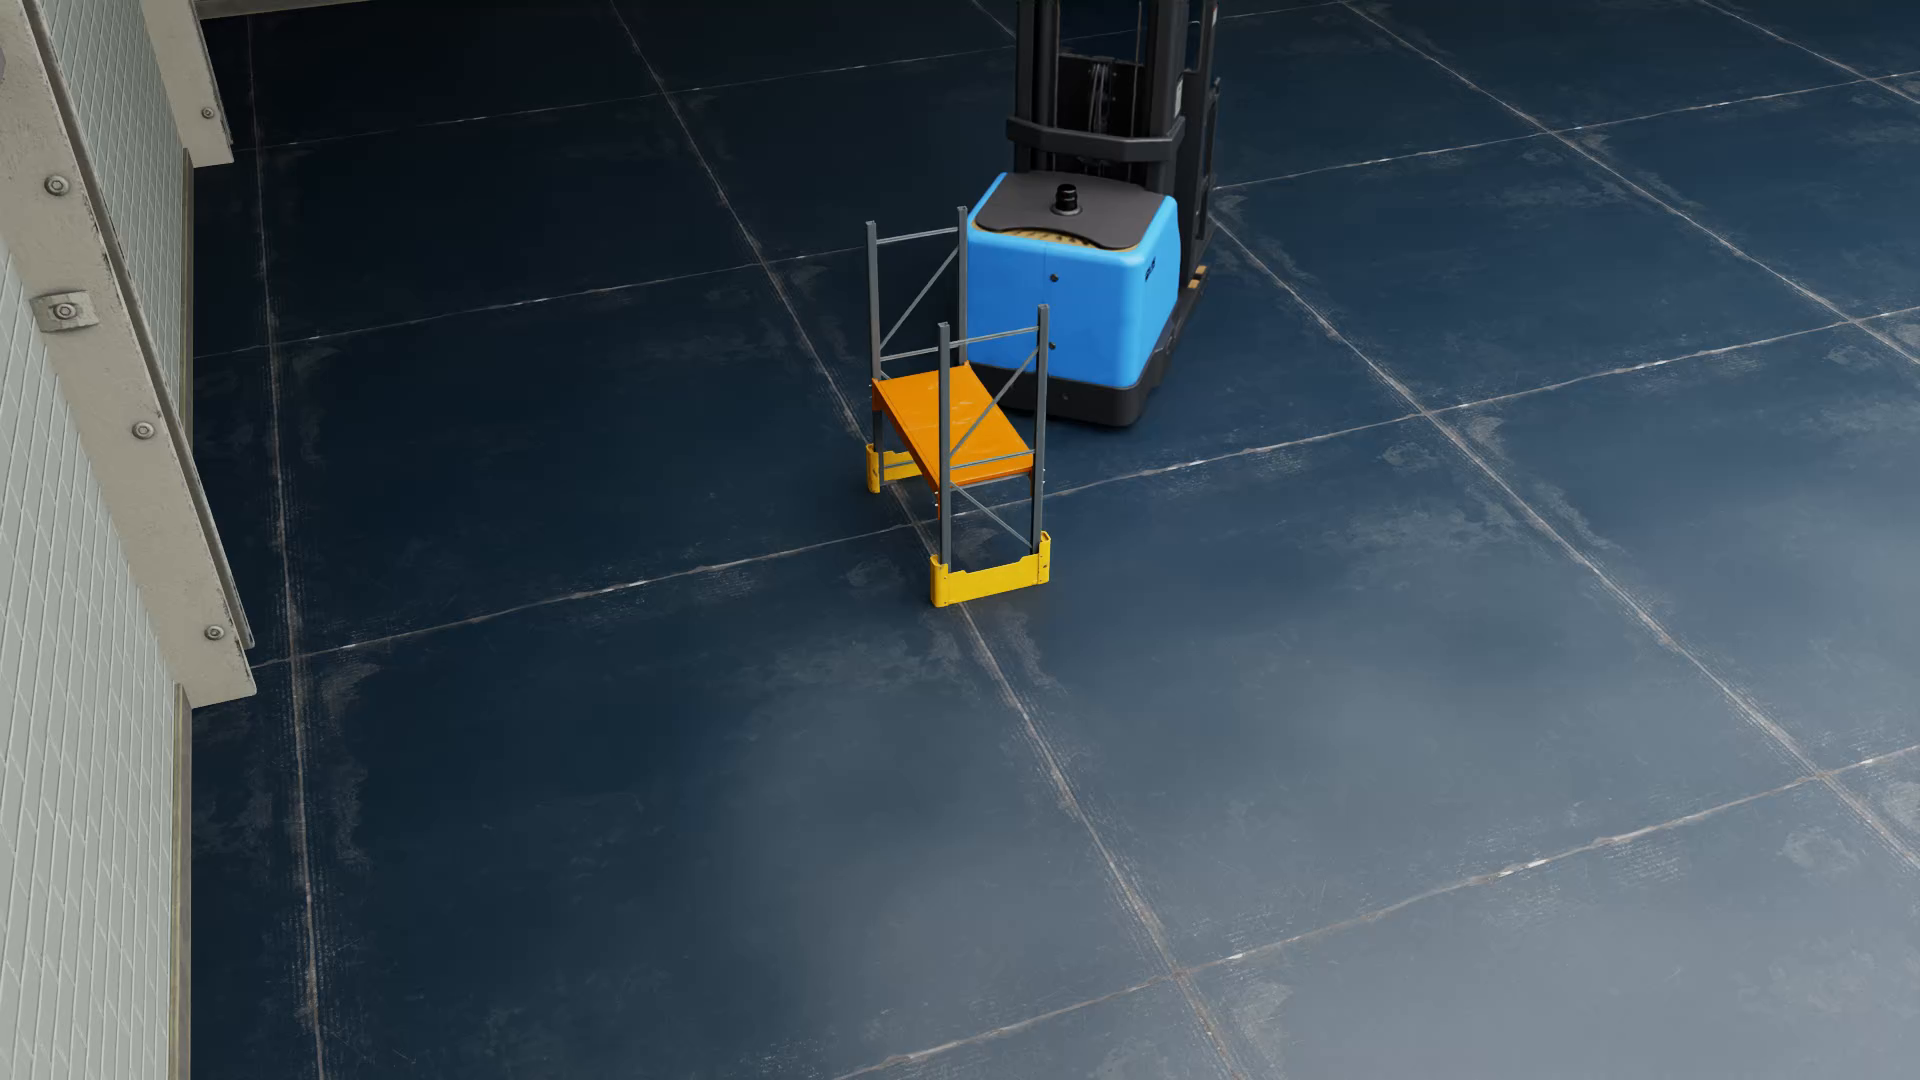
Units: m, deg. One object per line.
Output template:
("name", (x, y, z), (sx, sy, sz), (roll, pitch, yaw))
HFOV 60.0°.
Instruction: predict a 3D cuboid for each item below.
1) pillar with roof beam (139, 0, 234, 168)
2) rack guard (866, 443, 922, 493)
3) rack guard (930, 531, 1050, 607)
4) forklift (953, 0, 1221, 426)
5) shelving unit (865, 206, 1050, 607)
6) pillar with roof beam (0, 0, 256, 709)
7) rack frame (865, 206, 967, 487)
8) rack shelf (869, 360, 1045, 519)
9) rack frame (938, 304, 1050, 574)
("pillar with roof beam", (-1.367, -7.269, 10.481), (9.100, 9.000, 0.400), (-12, 39, -16))
("rack guard", (-0.198, -0.424, 8.666), (0.587, 0.250, 0.087), (-12, 39, -16))
("rack guard", (0.145, 0.138, 7.919), (0.587, 0.250, 0.087), (-12, 39, -16))
("forklift", (0.923, -2.674, 9.425), (1.130, 2.935, 3.031), (12, 39, 15))
("shelving unit", (-0.026, -0.642, 7.916), (0.587, 1.500, 1.083), (-12, 39, -16))
("pillar with roof beam", (0.698, -3.880, 5.981), (9.100, 9.000, 0.400), (-12, 39, -16))
("rack frame", (-0.204, -0.934, 8.304), (0.500, 1.500, 0.032), (-12, 39, -16))
("rack shelf", (-0.029, -0.504, 8.031), (0.538, 0.185, 1.000), (-12, 39, -16))
("rack frame", (0.146, -0.360, 7.542), (0.500, 1.500, 0.032), (-12, 39, -16))
